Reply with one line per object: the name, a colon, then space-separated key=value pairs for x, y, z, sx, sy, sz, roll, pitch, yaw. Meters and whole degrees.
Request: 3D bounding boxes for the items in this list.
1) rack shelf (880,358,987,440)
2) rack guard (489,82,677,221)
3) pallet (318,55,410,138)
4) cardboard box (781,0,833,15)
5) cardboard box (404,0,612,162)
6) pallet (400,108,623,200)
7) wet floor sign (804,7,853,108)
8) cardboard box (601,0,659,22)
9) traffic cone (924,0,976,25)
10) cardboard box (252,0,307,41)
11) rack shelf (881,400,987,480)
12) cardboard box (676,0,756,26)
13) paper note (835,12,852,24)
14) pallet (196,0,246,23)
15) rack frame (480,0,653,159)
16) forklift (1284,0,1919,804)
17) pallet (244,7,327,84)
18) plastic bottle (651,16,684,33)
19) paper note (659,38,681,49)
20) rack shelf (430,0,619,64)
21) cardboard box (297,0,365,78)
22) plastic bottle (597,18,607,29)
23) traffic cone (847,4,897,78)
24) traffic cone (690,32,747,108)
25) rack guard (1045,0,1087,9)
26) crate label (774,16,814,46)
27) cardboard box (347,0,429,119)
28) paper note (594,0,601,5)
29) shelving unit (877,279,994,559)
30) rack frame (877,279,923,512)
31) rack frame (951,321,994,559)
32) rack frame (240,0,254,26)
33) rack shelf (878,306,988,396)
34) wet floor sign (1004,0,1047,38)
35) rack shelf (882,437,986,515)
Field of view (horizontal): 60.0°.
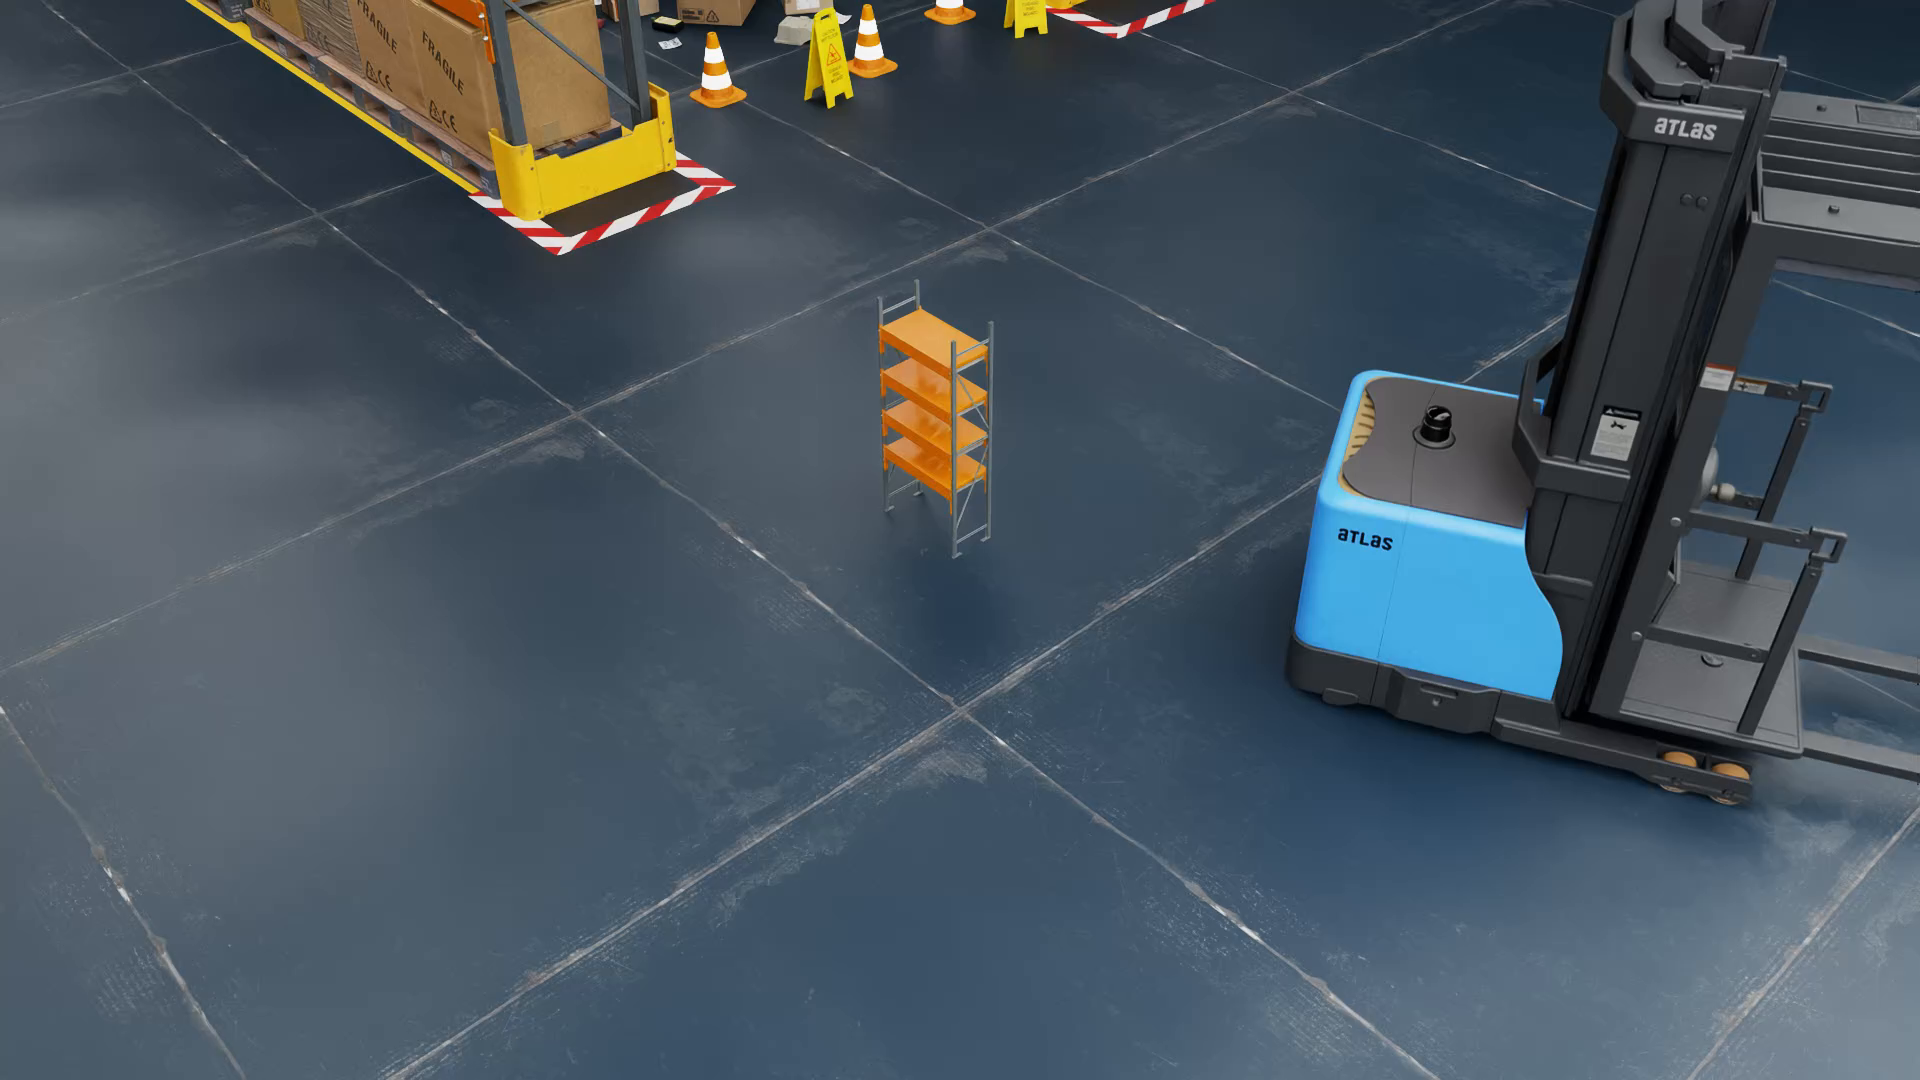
rack shelf: x=-0.112 y=-0.665 z=7.577 sx=0.258 sy=0.148 sz=0.480 roll=-30 pitch=48 yaw=-32
rack guard: x=-2.397 y=-2.506 z=10.663 sx=1.175 sy=0.500 sz=0.348 roll=-30 pitch=48 yaw=-32
pallet: x=-3.833 y=-3.306 z=11.883 sx=1.003 sy=0.211 sz=1.213 roll=-30 pitch=48 yaw=-32
cardboard box: x=-1.210 y=-4.279 z=13.137 sx=0.380 sy=0.149 sz=0.250 roll=-8 pitch=40 yaw=-10
cardboard box: x=-2.921 y=-3.112 z=10.780 sx=0.875 sy=0.875 sz=0.875 roll=-30 pitch=47 yaw=-32
pallet: x=-3.012 y=-2.741 z=11.184 sx=1.003 sy=0.211 sz=1.213 roll=-30 pitch=48 yaw=-32
wet floor sign: x=-0.936 y=-3.402 z=11.656 sx=0.232 sy=0.644 sz=0.267 roll=26 pitch=45 yaw=28
cardboard box: x=-2.600 y=-4.264 z=13.026 sx=0.396 sy=0.266 sz=0.258 roll=-22 pitch=44 yaw=-25
traffic cone: x=-0.077 y=-4.304 z=12.918 sx=0.336 sy=0.463 sz=0.334 roll=-30 pitch=48 yaw=-32
cardboard box: x=-4.745 y=-4.357 z=12.322 sx=0.875 sy=0.875 sz=0.875 roll=-29 pitch=47 yaw=-31
rack shelf: x=-0.112 y=-0.491 z=7.718 sx=0.258 sy=0.148 sz=0.480 roll=-30 pitch=48 yaw=-32
cardboard box: x=-1.889 y=-4.406 z=13.012 sx=0.637 sy=0.503 sz=0.797 roll=5 pitch=39 yaw=6
paper note: x=-0.941 y=-4.076 z=12.981 sx=0.142 sy=0.019 sz=0.148 roll=18 pitch=42 yaw=21
pallet: x=-5.696 y=-4.581 z=13.462 sx=1.003 sy=0.211 sz=1.213 roll=-30 pitch=48 yaw=-32
rack frame: x=-2.414 y=-3.489 z=9.891 sx=1.000 sy=3.000 sz=0.127 roll=-30 pitch=48 yaw=-32
forklift: x=2.965 y=-0.462 z=6.198 sx=3.031 sy=2.935 sz=1.130 roll=13 pitch=41 yaw=15
pallet: x=-4.662 y=-3.871 z=12.582 sx=1.003 sy=0.211 sz=1.213 roll=-30 pitch=48 yaw=-32
plastic bottle: x=-2.283 y=-3.986 z=12.845 sx=0.283 sy=0.061 sz=0.133 roll=18 pitch=42 yaw=21
paper note: x=-2.195 y=-3.762 z=12.592 sx=0.144 sy=0.017 sz=0.142 roll=-15 pitch=41 yaw=-17
rack shelf: x=-3.766 y=-4.135 z=11.263 sx=1.077 sy=0.370 sz=4.000 roll=-30 pitch=48 yaw=-32
cardboard box: x=-4.133 y=-3.941 z=11.807 sx=0.875 sy=0.875 sz=0.875 roll=-30 pitch=47 yaw=-31
plastic bottle: x=-2.853 y=-3.969 z=12.823 sx=0.133 sy=0.061 sz=0.283 roll=18 pitch=42 yaw=21
traffic cone: x=-0.664 y=-3.675 z=12.139 sx=0.336 sy=0.463 sz=0.334 roll=-30 pitch=48 yaw=-32
traffic cone: x=-1.727 y=-3.352 z=11.740 sx=0.336 sy=0.463 sz=0.334 roll=-30 pitch=48 yaw=-32
rack guard: x=1.113 y=-4.702 z=13.382 sx=1.175 sy=0.500 sz=0.348 roll=-30 pitch=48 yaw=-32
crate label: x=-1.242 y=-3.885 z=12.660 sx=0.298 sy=0.136 sz=0.250 roll=11 pitch=40 yaw=13
cardboard box: x=-3.518 y=-3.518 z=11.284 sx=0.875 sy=0.875 sz=0.875 roll=-31 pitch=48 yaw=-32
paper note: x=-2.853 y=-4.332 z=13.303 sx=0.172 sy=0.023 sz=0.155 roll=-15 pitch=41 yaw=-17
shelving unit: x=-0.112 y=-0.543 z=7.676 sx=0.258 sy=1.200 sz=0.503 roll=-30 pitch=48 yaw=-32
rack frame: x=-0.277 y=-0.656 z=7.816 sx=0.240 sy=1.200 sz=0.015 roll=-30 pitch=48 yaw=-32
rack frame: x=0.053 y=-0.430 z=7.536 sx=0.240 sy=1.200 sz=0.015 roll=-30 pitch=48 yaw=-32
rack frame: x=-5.119 y=-5.341 z=12.183 sx=1.000 sy=3.000 sz=0.127 roll=-30 pitch=48 yaw=-32
rack shelf: x=-0.112 y=-0.849 z=7.429 sx=0.258 sy=0.148 sz=0.480 roll=-30 pitch=48 yaw=-32
wet floor sign: x=0.505 y=-4.181 z=12.621 sx=0.267 sy=0.644 sz=0.232 roll=-15 pitch=41 yaw=-17
rack shelf: x=-0.112 y=-0.337 z=7.843 sx=0.258 sy=0.148 sz=0.480 roll=-30 pitch=48 yaw=-32
